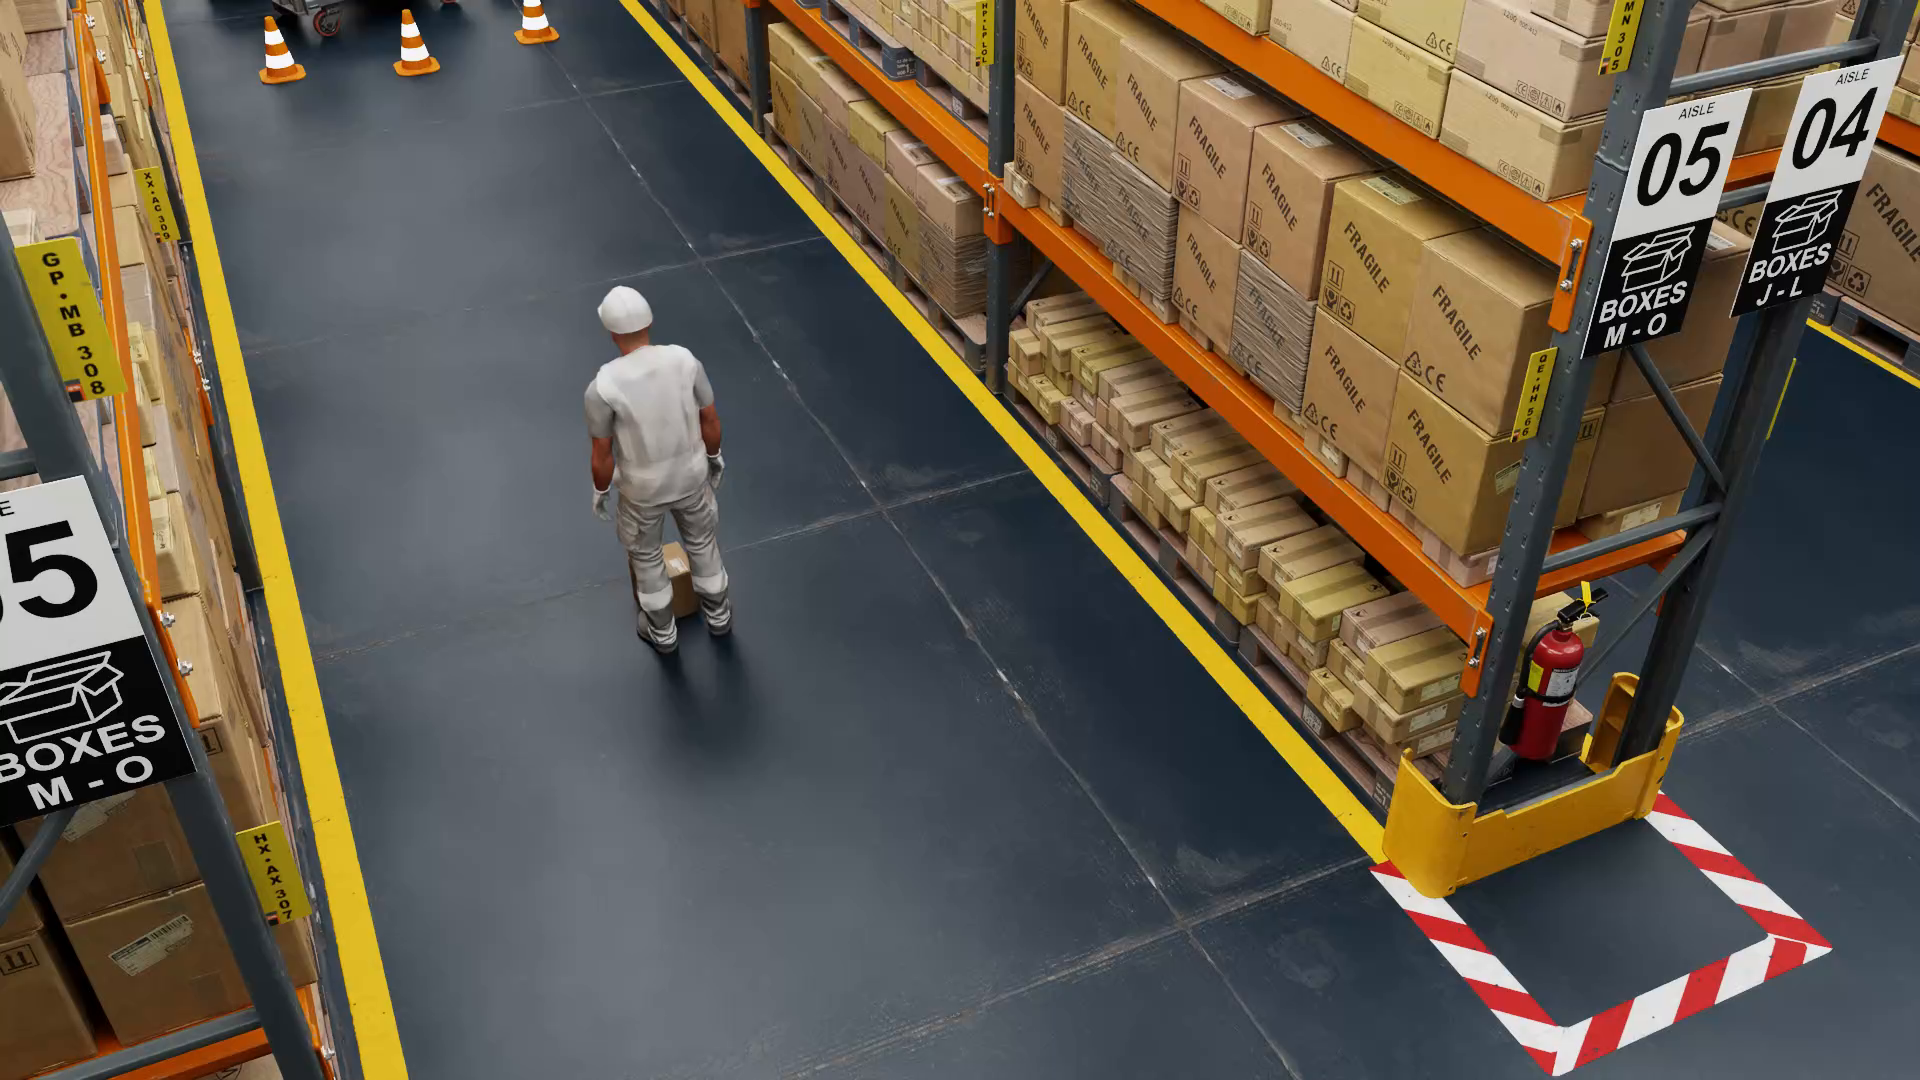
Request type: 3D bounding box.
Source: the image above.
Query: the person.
[{"bbox_3d":[-1.308,-0.276,7.212,0.615,1.778,0.453,-18,41,-23],"label":"person"}]
